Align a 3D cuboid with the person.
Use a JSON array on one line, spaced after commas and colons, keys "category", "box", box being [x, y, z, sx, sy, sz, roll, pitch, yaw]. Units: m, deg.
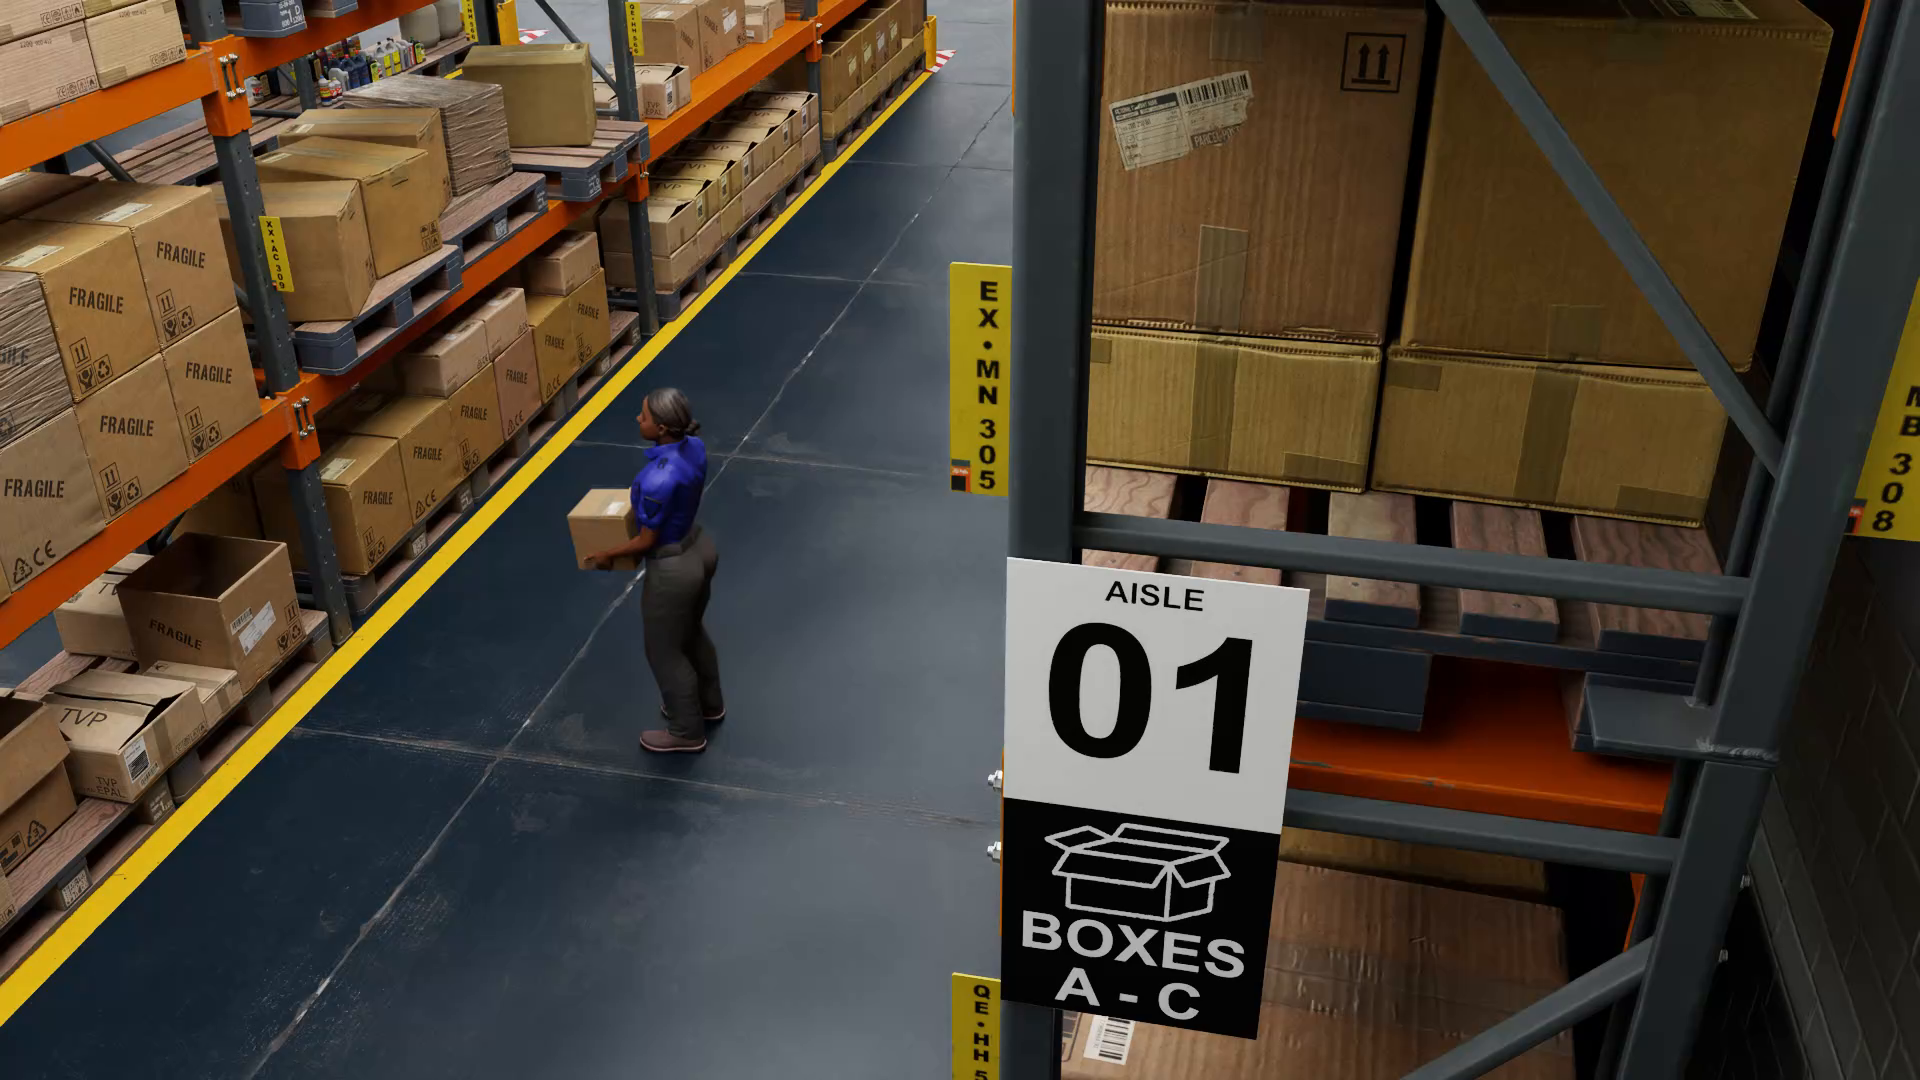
[{"category": "person", "box": [-1.207, 0.123, 6.908, 0.346, 1.656, 0.530, 5, 29, 8]}]
